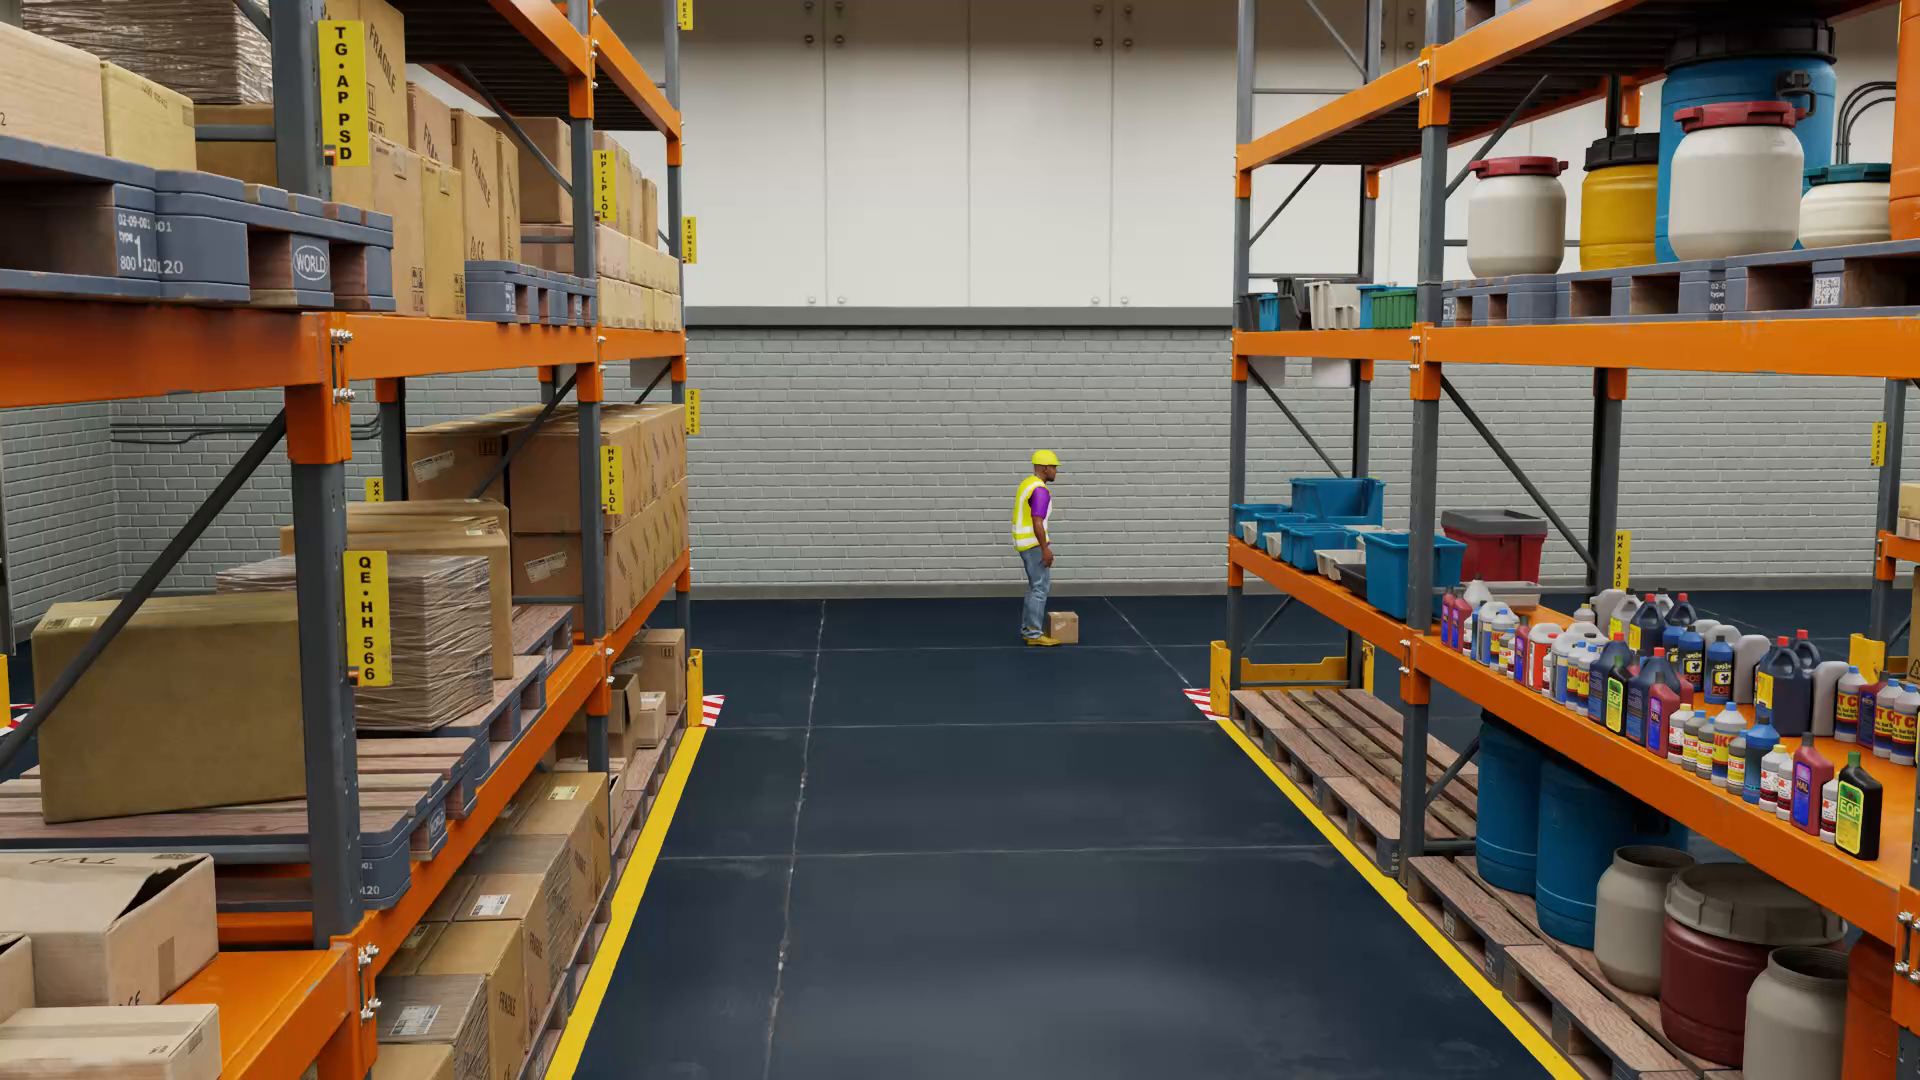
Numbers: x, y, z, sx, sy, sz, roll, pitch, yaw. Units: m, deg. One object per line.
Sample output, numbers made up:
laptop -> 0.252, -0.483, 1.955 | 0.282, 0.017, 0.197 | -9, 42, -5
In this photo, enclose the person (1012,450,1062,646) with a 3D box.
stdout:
person -> 0.713, 0.058, 15.177 | 0.455, 1.761, 0.635 | -1, 7, -7
